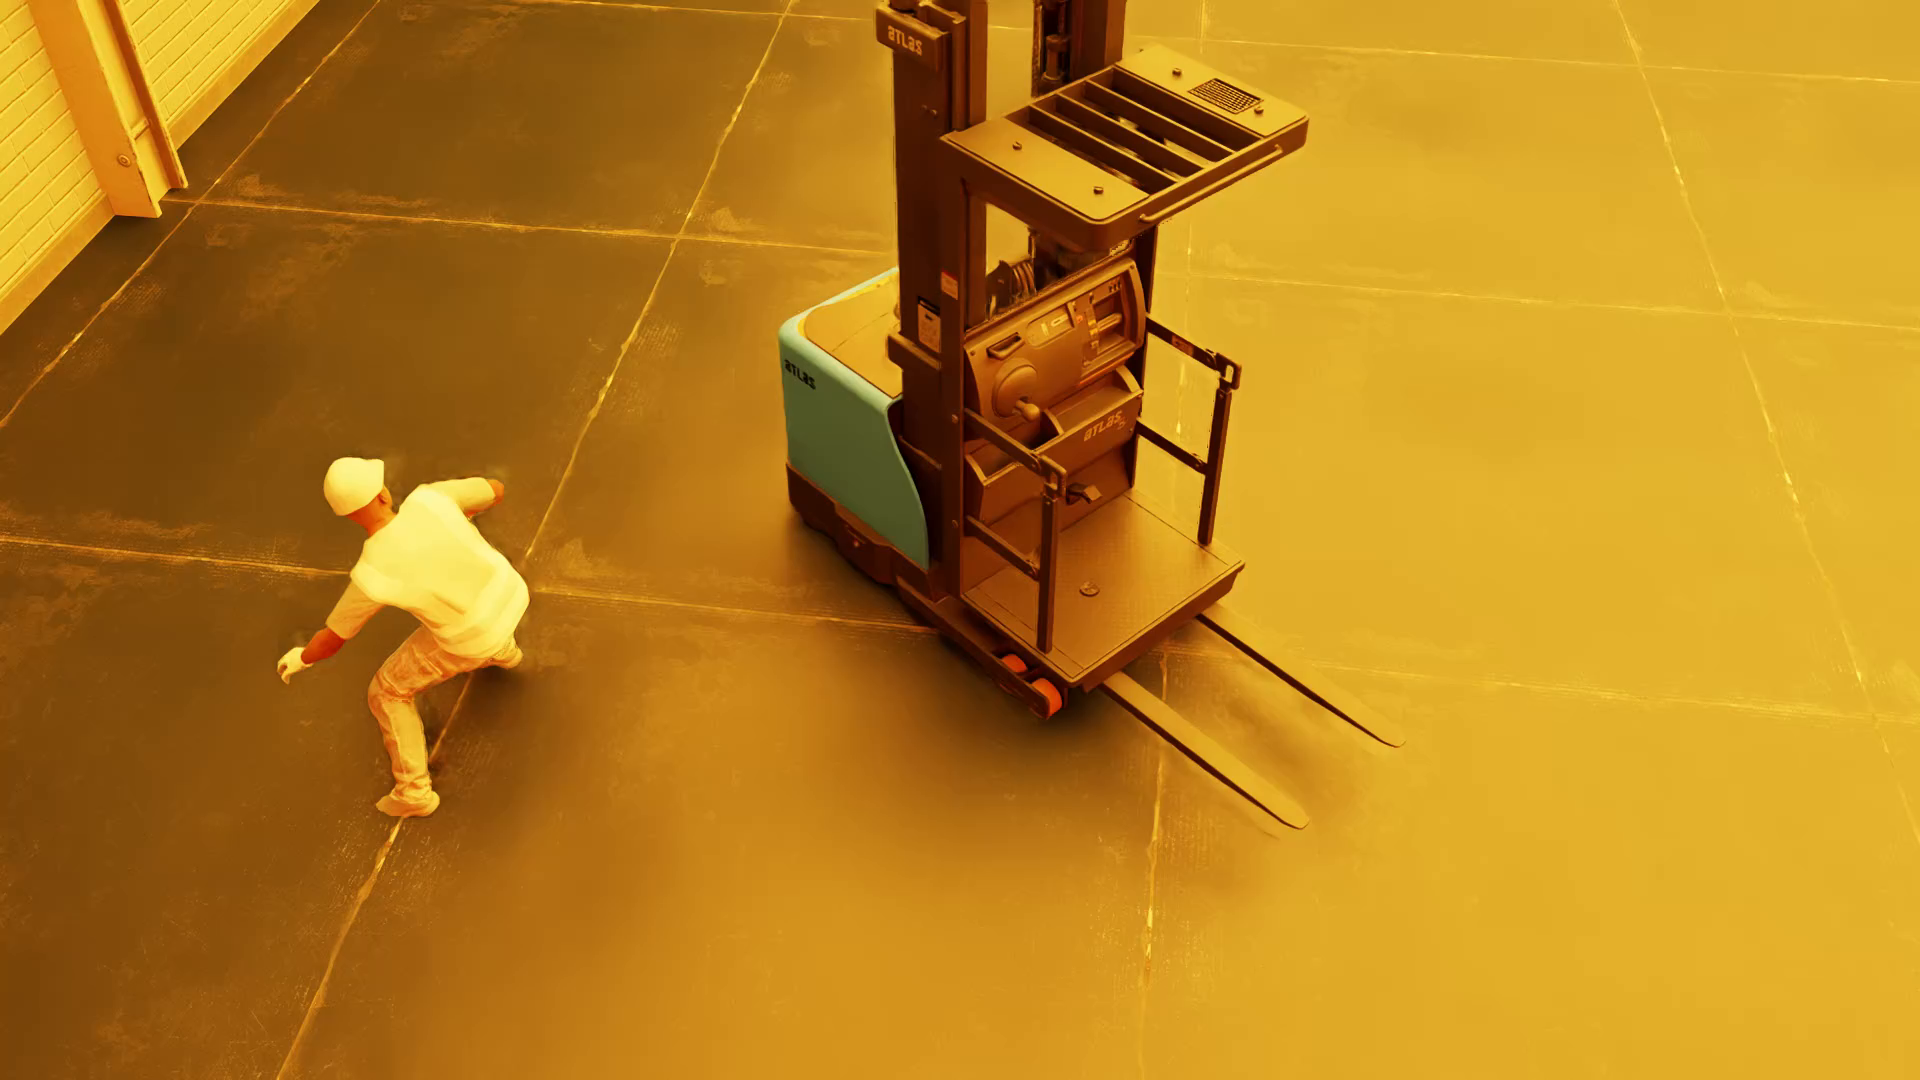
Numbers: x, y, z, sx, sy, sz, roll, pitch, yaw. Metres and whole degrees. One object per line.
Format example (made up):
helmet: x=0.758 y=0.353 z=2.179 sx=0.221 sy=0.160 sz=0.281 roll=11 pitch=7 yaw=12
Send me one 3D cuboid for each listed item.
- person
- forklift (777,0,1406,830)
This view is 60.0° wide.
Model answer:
person: x=-2.155 y=0.291 z=6.505 sx=0.801 sy=1.541 sz=0.905 roll=16 pitch=45 yaw=17
forklift: x=0.535 y=-0.719 z=6.507 sx=1.130 sy=2.935 sz=3.031 roll=-31 pitch=51 yaw=-30
